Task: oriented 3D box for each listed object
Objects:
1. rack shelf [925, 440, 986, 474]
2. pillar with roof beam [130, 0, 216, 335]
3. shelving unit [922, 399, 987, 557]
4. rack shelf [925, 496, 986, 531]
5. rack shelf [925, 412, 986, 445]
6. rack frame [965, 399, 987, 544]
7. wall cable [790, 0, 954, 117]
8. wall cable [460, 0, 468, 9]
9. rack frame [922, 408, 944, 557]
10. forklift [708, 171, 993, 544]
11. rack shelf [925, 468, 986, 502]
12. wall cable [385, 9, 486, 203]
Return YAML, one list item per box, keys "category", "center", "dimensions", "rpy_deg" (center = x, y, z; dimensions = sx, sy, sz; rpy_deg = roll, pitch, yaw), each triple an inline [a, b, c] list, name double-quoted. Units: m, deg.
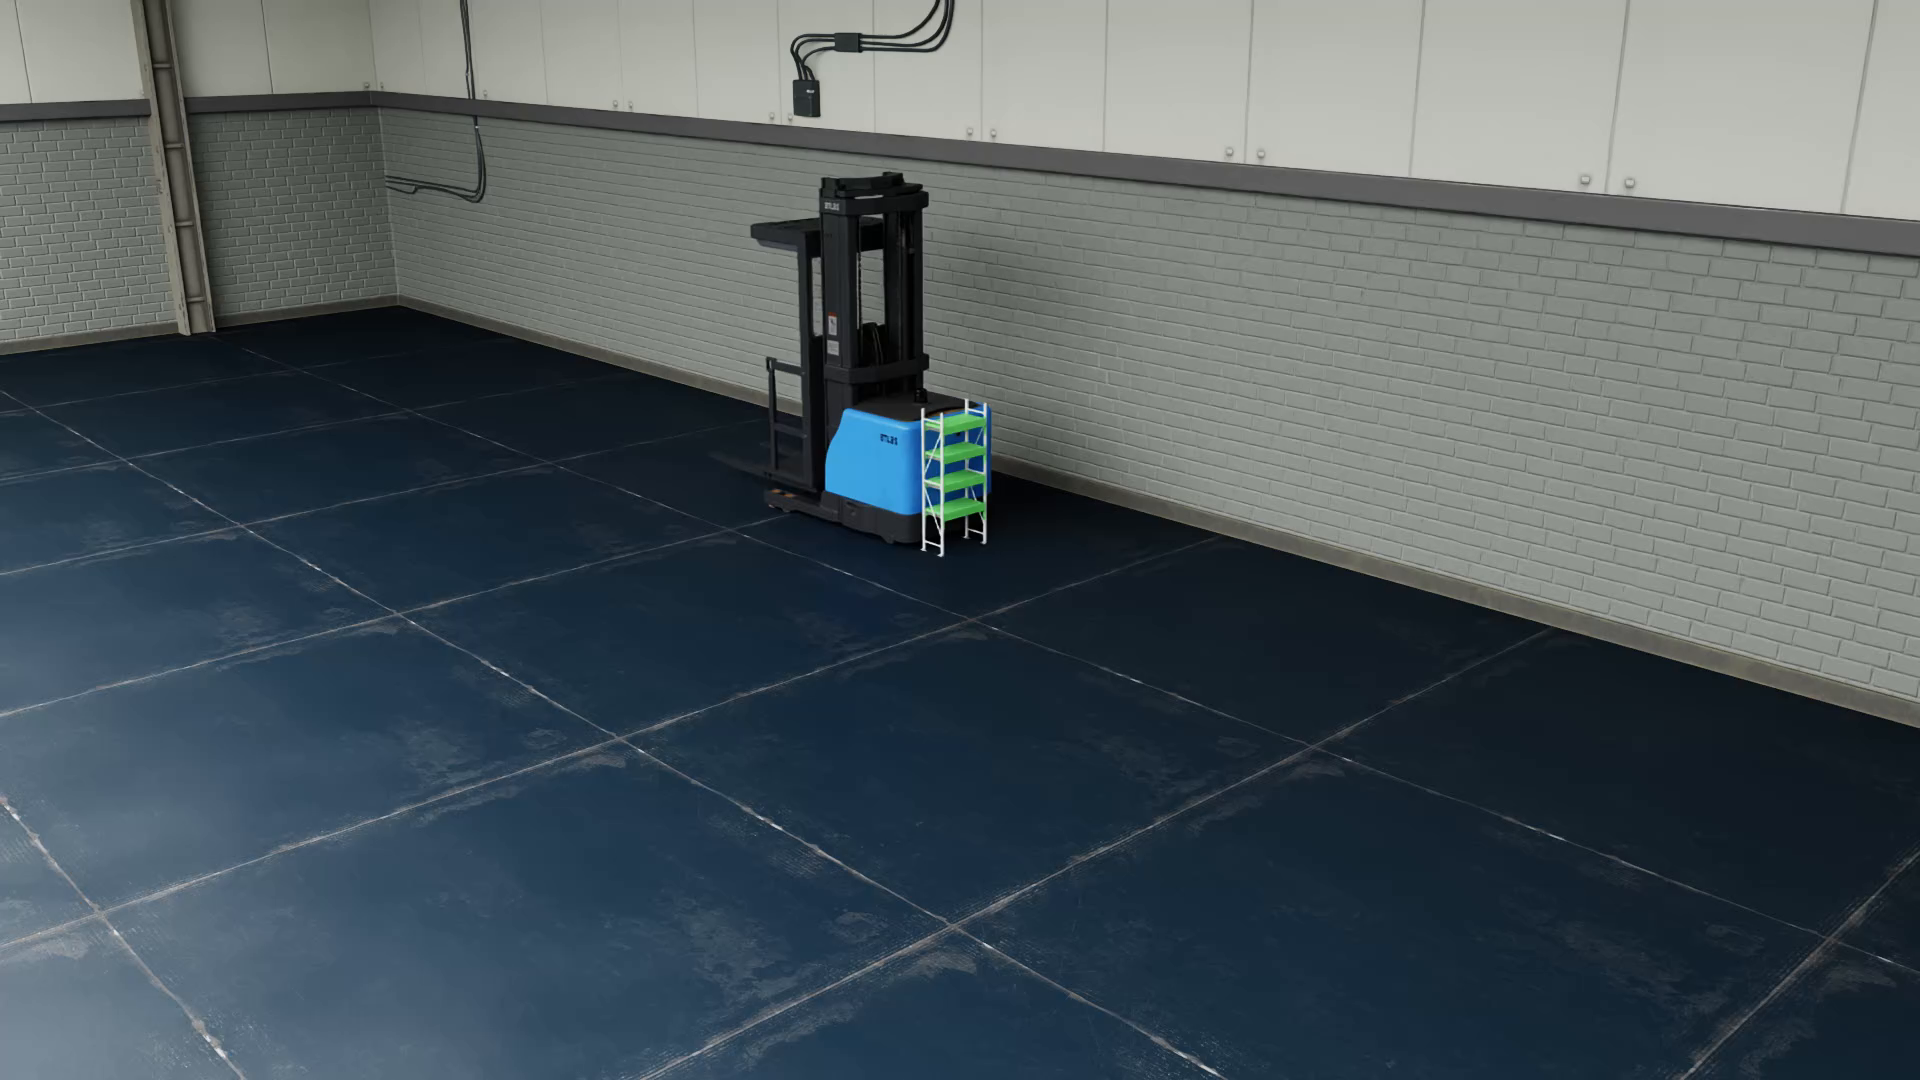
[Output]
- category: "rack shelf"
  center: [-0.044, -0.679, 13.564]
  dimensions: [0.480, 0.148, 0.258]
  rpy_deg: [-17, 24, -41]
- category: "pillar with roof beam"
  center: [-7.485, -6.165, 18.408]
  dimensions: [0.400, 9.000, 9.100]
  rpy_deg: [-16, 24, -41]
- category: "shelving unit"
  center: [-0.044, -0.512, 13.618]
  dimensions: [0.503, 1.200, 0.258]
  rpy_deg: [-17, 24, -41]
- category: "rack shelf"
  center: [-0.045, -0.223, 13.712]
  dimensions: [0.480, 0.148, 0.258]
  rpy_deg: [-17, 24, -41]
- category: "rack shelf"
  center: [-0.044, -0.908, 13.490]
  dimensions: [0.480, 0.148, 0.258]
  rpy_deg: [-17, 24, -41]
- category: "rack frame"
  center: [0.131, -0.564, 13.779]
  dimensions: [0.015, 1.200, 0.240]
  rpy_deg: [-17, 24, -41]
- category: "wall cable"
  center: [-0.883, -6.944, 15.298]
  dimensions: [0.169, 6.003, 2.305]
  rpy_deg: [-16, 24, -41]
- category: "wall cable"
  center: [-5.535, -7.776, 20.225]
  dimensions: [0.112, 2.526, 3.097]
  rpy_deg: [-16, 24, -41]
- category: "rack frame"
  center: [-0.220, -0.460, 13.457]
  dimensions: [0.015, 1.200, 0.240]
  rpy_deg: [-17, 24, -41]
- category: "forklift"
  center: [-1.103, -1.733, 14.578]
  dimensions: [1.130, 2.935, 3.031]
  rpy_deg: [-17, 24, -41]
- category: "rack shelf"
  center: [-0.045, -0.451, 13.638]
  dimensions: [0.480, 0.148, 0.258]
  rpy_deg: [-17, 24, -41]
- category: "wall cable"
  center: [-7.394, -5.980, 22.873]
  dimensions: [0.112, 2.526, 3.097]
  rpy_deg: [-16, 24, -41]
